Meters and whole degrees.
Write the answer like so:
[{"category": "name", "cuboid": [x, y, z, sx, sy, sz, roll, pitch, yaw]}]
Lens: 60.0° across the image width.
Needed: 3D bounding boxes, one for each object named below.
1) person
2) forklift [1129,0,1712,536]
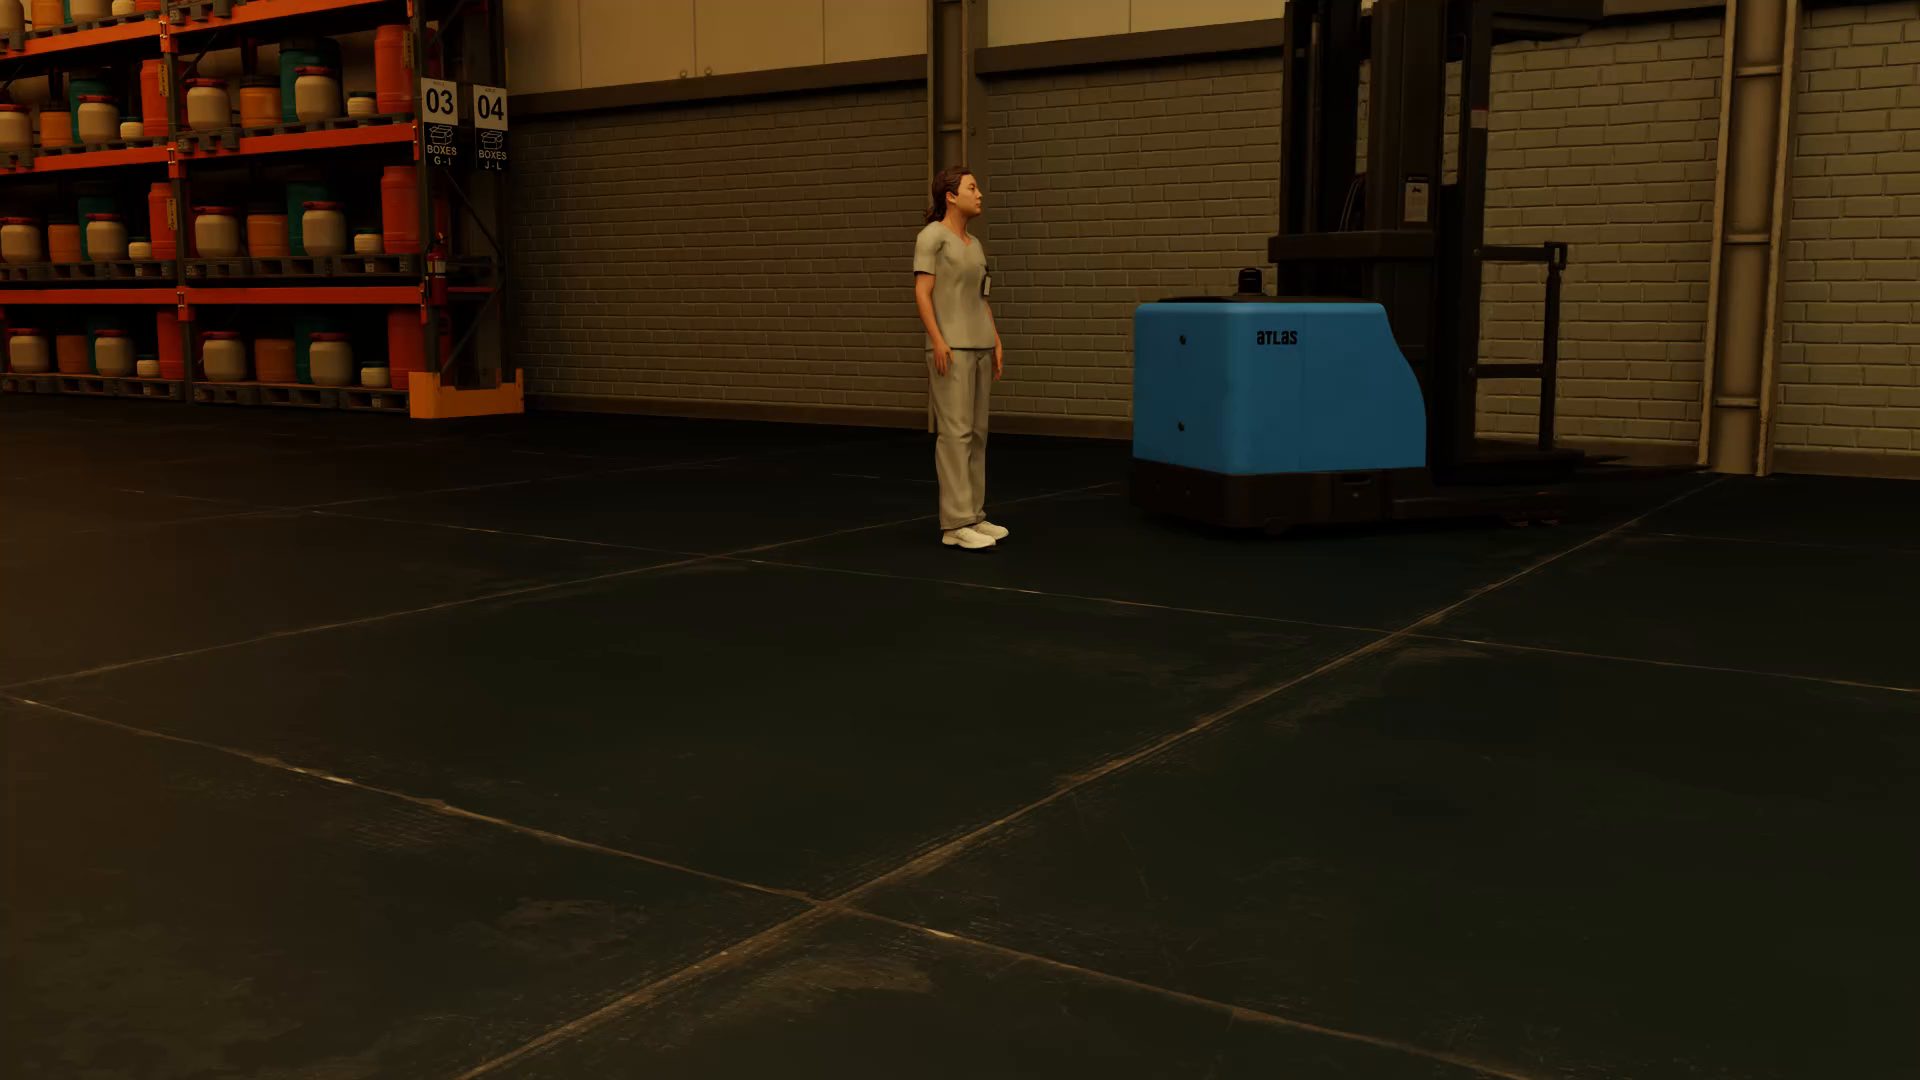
[{"category": "person", "cuboid": [0.054, -0.824, 7.433, 0.548, 1.662, 0.550, 5, 10, 34]}, {"category": "forklift", "cuboid": [2.416, -1.577, 8.286, 3.031, 2.935, 1.130, -3, 9, -22]}]
